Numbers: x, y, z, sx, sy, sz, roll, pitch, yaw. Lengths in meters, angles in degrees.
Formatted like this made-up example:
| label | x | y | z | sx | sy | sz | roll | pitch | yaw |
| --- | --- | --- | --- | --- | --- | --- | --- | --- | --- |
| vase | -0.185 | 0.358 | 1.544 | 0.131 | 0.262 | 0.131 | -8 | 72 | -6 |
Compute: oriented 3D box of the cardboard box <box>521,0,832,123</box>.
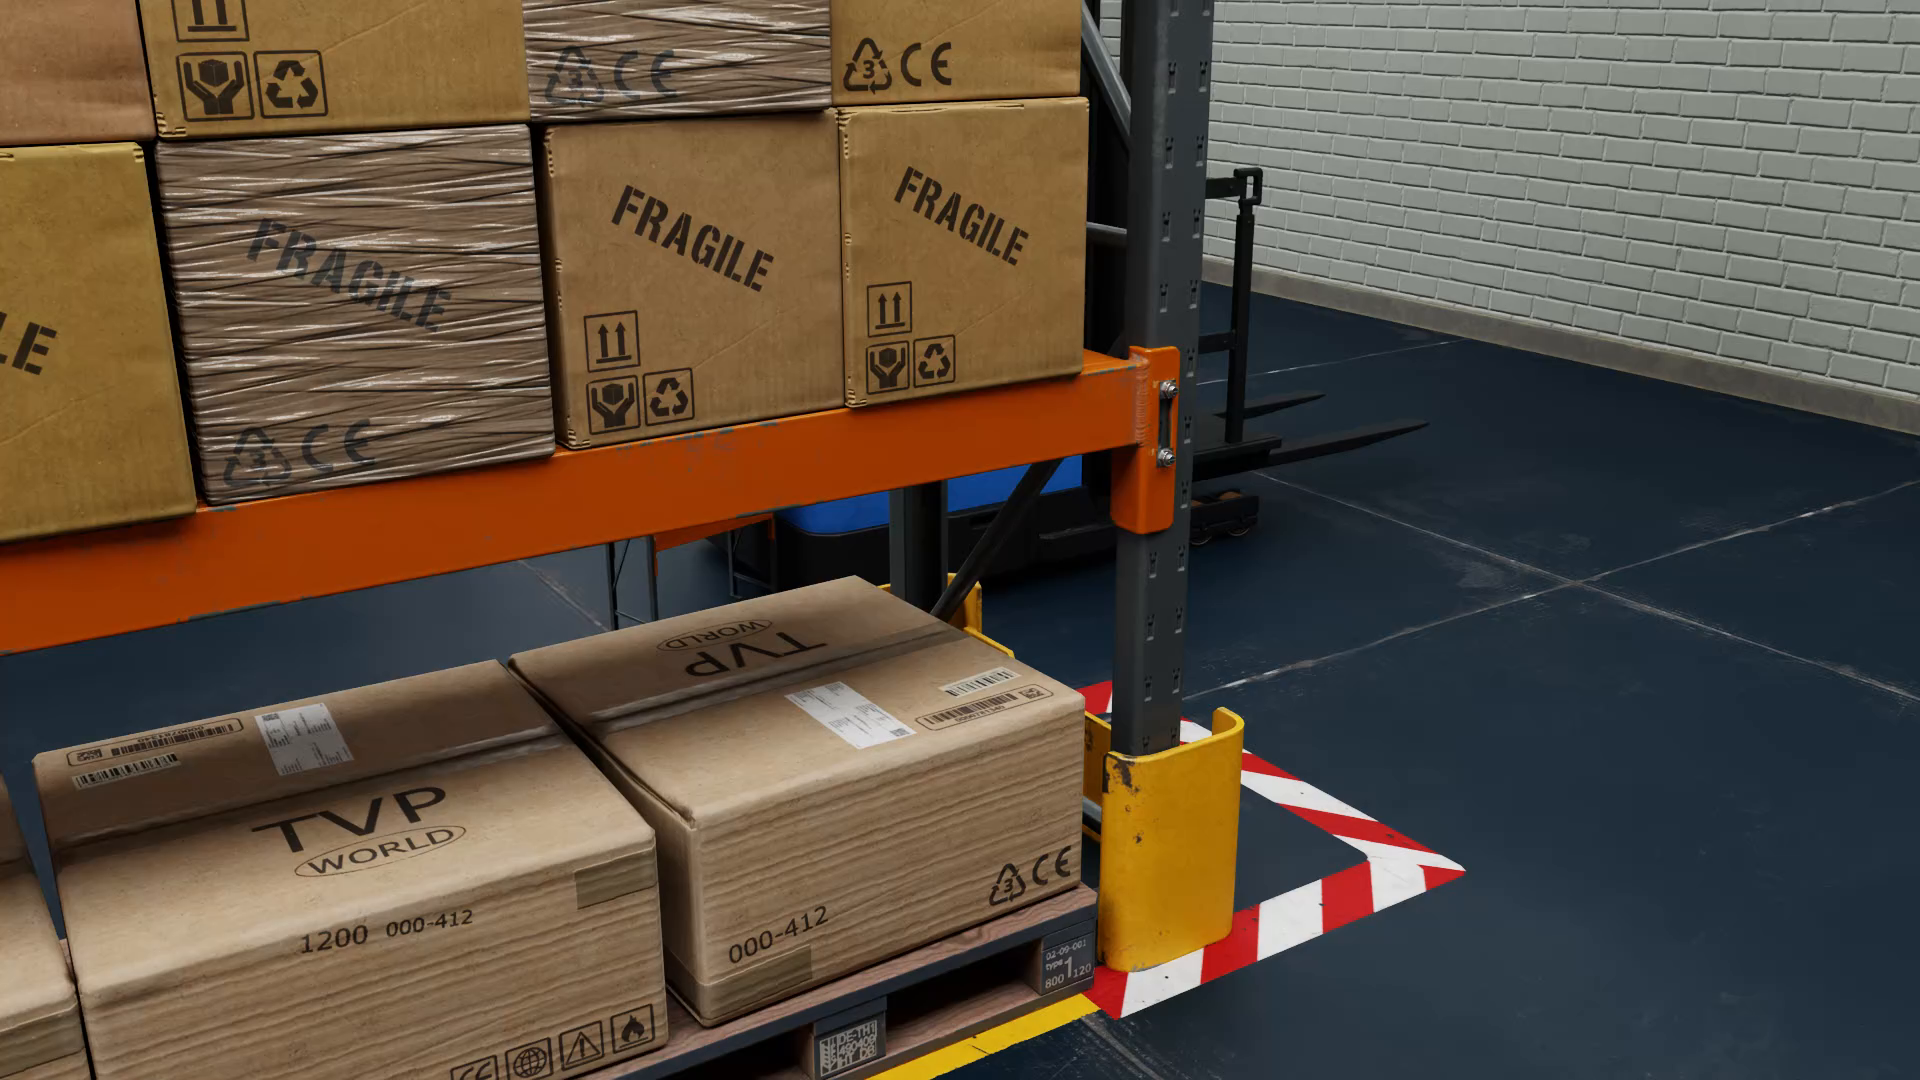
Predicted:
| label | x | y | z | sx | sy | sz | roll | pitch | yaw |
| --- | --- | --- | --- | --- | --- | --- | --- | --- | --- |
| cardboard box | -0.548 | -0.949 | 2.652 | 0.500 | 0.500 | 0.500 | -12 | 22 | -31 |

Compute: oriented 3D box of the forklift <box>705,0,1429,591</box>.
| label | x | y | z | sx | sy | sz | roll | pitch | yaw |
| --- | --- | --- | --- | --- | --- | --- | --- | --- | --- |
| forklift | 0.529 | -1.498 | 6.100 | 3.031 | 2.935 | 1.130 | -12 | 22 | -31 |

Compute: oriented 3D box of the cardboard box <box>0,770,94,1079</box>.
| label | x | y | z | sx | sy | sz | roll | pitch | yaw |
| --- | --- | --- | --- | --- | --- | --- | --- | --- | --- |
| cardboard box | -1.866 | 0.803 | 2.532 | 0.875 | 0.438 | 0.875 | -13 | 22 | -33 |

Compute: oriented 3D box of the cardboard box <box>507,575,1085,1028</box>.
| label | x | y | z | sx | sy | sz | roll | pitch | yaw |
| --- | --- | --- | --- | --- | --- | --- | --- | --- | --- |
| cardboard box | -0.352 | 0.481 | 3.484 | 0.875 | 0.438 | 0.875 | -13 | 23 | -33 |

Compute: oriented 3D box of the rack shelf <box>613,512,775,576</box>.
| label | x | y | z | sx | sy | sz | roll | pitch | yaw |
| --- | --- | --- | --- | --- | --- | --- | --- | --- | --- |
| rack shelf | -0.859 | -0.043 | 5.328 | 0.258 | 0.148 | 0.480 | 17 | 25 | 40 |

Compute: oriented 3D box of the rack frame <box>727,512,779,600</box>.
| label | x | y | z | sx | sy | sz | roll | pitch | yaw |
| --- | --- | --- | --- | --- | --- | --- | --- | --- | --- |
| rack frame | -0.692 | -0.352 | 5.411 | 0.240 | 1.200 | 0.015 | 17 | 25 | 40 |

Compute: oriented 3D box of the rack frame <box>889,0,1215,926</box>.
| label | x | y | z | sx | sy | sz | roll | pitch | yaw |
| --- | --- | --- | --- | --- | --- | --- | --- | --- | --- |
| rack frame | 0.144 | -0.677 | 3.563 | 0.127 | 3.000 | 1.000 | -12 | 22 | -31 |

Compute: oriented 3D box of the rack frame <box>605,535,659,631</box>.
| label | x | y | z | sx | sy | sz | roll | pitch | yaw |
| --- | --- | --- | --- | --- | --- | --- | --- | --- | --- |
| rack frame | -1.026 | -0.238 | 5.075 | 0.240 | 1.200 | 0.015 | 17 | 25 | 40 |

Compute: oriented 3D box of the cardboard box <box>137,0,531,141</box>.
| label | x | y | z | sx | sy | sz | roll | pitch | yaw |
| --- | --- | --- | --- | --- | --- | --- | --- | --- | --- |
| cardboard box | -0.962 | -0.863 | 2.397 | 0.500 | 0.500 | 0.500 | -12 | 22 | -32 |

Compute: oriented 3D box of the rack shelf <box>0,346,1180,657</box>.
| label | x | y | z | sx | sy | sz | roll | pitch | yaw |
| --- | --- | --- | --- | --- | --- | --- | --- | --- | --- |
| rack shelf | -1.526 | 0.016 | 2.637 | 4.000 | 0.370 | 1.077 | -12 | 22 | -31 |

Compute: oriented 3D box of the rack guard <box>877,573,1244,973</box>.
| label | x | y | z | sx | sy | sz | roll | pitch | yaw |
| --- | --- | --- | --- | --- | --- | --- | --- | --- | --- |
| rack guard | 0.164 | 0.503 | 3.976 | 0.348 | 0.500 | 1.175 | -12 | 22 | -31 |

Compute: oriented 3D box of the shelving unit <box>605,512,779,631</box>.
| label | x | y | z | sx | sy | sz | roll | pitch | yaw |
| --- | --- | --- | --- | --- | --- | --- | --- | --- | --- |
| shelving unit | -0.859 | -0.295 | 5.243 | 0.258 | 1.200 | 0.503 | 17 | 25 | 40 |

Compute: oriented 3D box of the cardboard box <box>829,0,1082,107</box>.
| label | x | y | z | sx | sy | sz | roll | pitch | yaw |
| --- | --- | --- | --- | --- | --- | --- | --- | --- | --- |
| cardboard box | -0.127 | -1.049 | 2.948 | 0.500 | 0.500 | 0.500 | -11 | 22 | -30 |

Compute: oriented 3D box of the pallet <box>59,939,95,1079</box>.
| label | x | y | z | sx | sy | sz | roll | pitch | yaw |
| --- | --- | --- | --- | --- | --- | --- | --- | --- | --- |
| pallet | -1.498 | 1.019 | 2.900 | 1.213 | 0.211 | 1.003 | -12 | 22 | -31 |

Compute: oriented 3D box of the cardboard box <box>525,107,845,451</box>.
| label | x | y | z | sx | sy | sz | roll | pitch | yaw |
| --- | --- | --- | --- | --- | --- | --- | --- | --- | --- |
| cardboard box | -0.540 | -0.484 | 2.837 | 0.500 | 0.500 | 0.500 | -12 | 22 | -33 |

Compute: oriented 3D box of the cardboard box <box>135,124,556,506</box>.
| label | x | y | z | sx | sy | sz | roll | pitch | yaw |
| --- | --- | --- | --- | --- | --- | --- | --- | --- | --- |
| cardboard box | -0.965 | -0.391 | 2.561 | 0.500 | 0.500 | 0.500 | -11 | 22 | -30 |

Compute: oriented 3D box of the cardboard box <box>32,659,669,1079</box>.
| label | x | y | z | sx | sy | sz | roll | pitch | yaw |
| --- | --- | --- | --- | --- | --- | --- | --- | --- | --- |
| cardboard box | -1.112 | 0.644 | 3.000 | 0.875 | 0.438 | 0.875 | -11 | 22 | -30 |

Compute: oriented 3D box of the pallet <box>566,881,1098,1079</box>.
| label | x | y | z | sx | sy | sz | roll | pitch | yaw |
| --- | --- | --- | --- | --- | --- | --- | --- | --- | --- |
| pallet | -0.480 | 0.806 | 3.532 | 1.213 | 0.211 | 1.003 | -12 | 22 | -31 |

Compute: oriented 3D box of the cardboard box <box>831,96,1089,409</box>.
| label | x | y | z | sx | sy | sz | roll | pitch | yaw |
| --- | --- | --- | --- | --- | --- | --- | --- | --- | --- |
| cardboard box | -0.113 | -0.569 | 3.087 | 0.500 | 0.500 | 0.500 | -12 | 22 | -31 |

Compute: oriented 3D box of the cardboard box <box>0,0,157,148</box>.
| label | x | y | z | sx | sy | sz | roll | pitch | yaw |
| --- | --- | --- | --- | --- | --- | --- | --- | --- | --- |
| cardboard box | -1.383 | -0.775 | 2.137 | 0.500 | 0.500 | 0.500 | -12 | 22 | -32 |

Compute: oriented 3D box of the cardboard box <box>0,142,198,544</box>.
| label | x | y | z | sx | sy | sz | roll | pitch | yaw |
| --- | --- | --- | --- | --- | --- | --- | --- | --- | --- |
| cardboard box | -1.389 | -0.296 | 2.282 | 0.500 | 0.500 | 0.500 | -11 | 22 | -30 |
